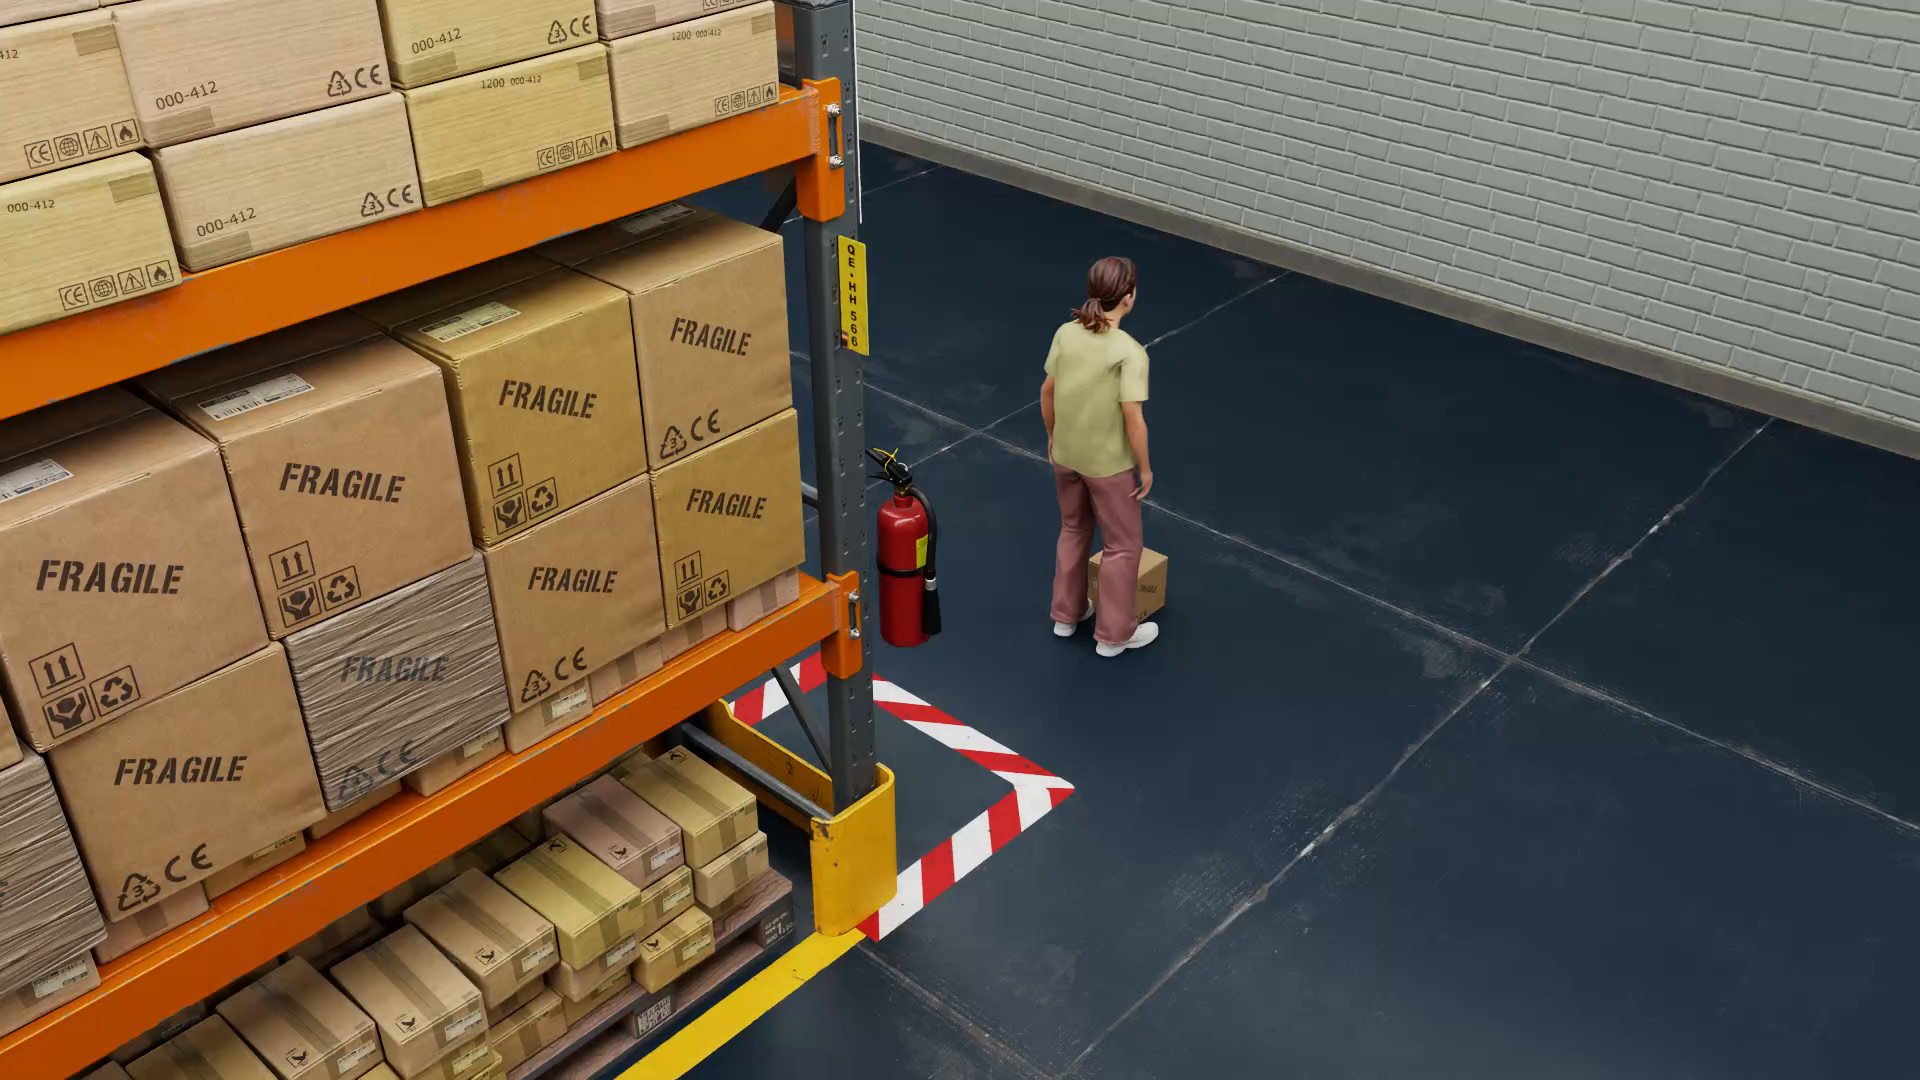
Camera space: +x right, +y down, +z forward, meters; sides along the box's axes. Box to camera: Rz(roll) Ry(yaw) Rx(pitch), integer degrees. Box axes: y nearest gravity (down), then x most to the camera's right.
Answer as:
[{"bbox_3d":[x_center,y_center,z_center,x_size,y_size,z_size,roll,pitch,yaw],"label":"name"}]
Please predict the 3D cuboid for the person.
[{"bbox_3d":[0.556,-0.324,6.666,0.504,1.672,0.352,25,39,34],"label":"person"}]
